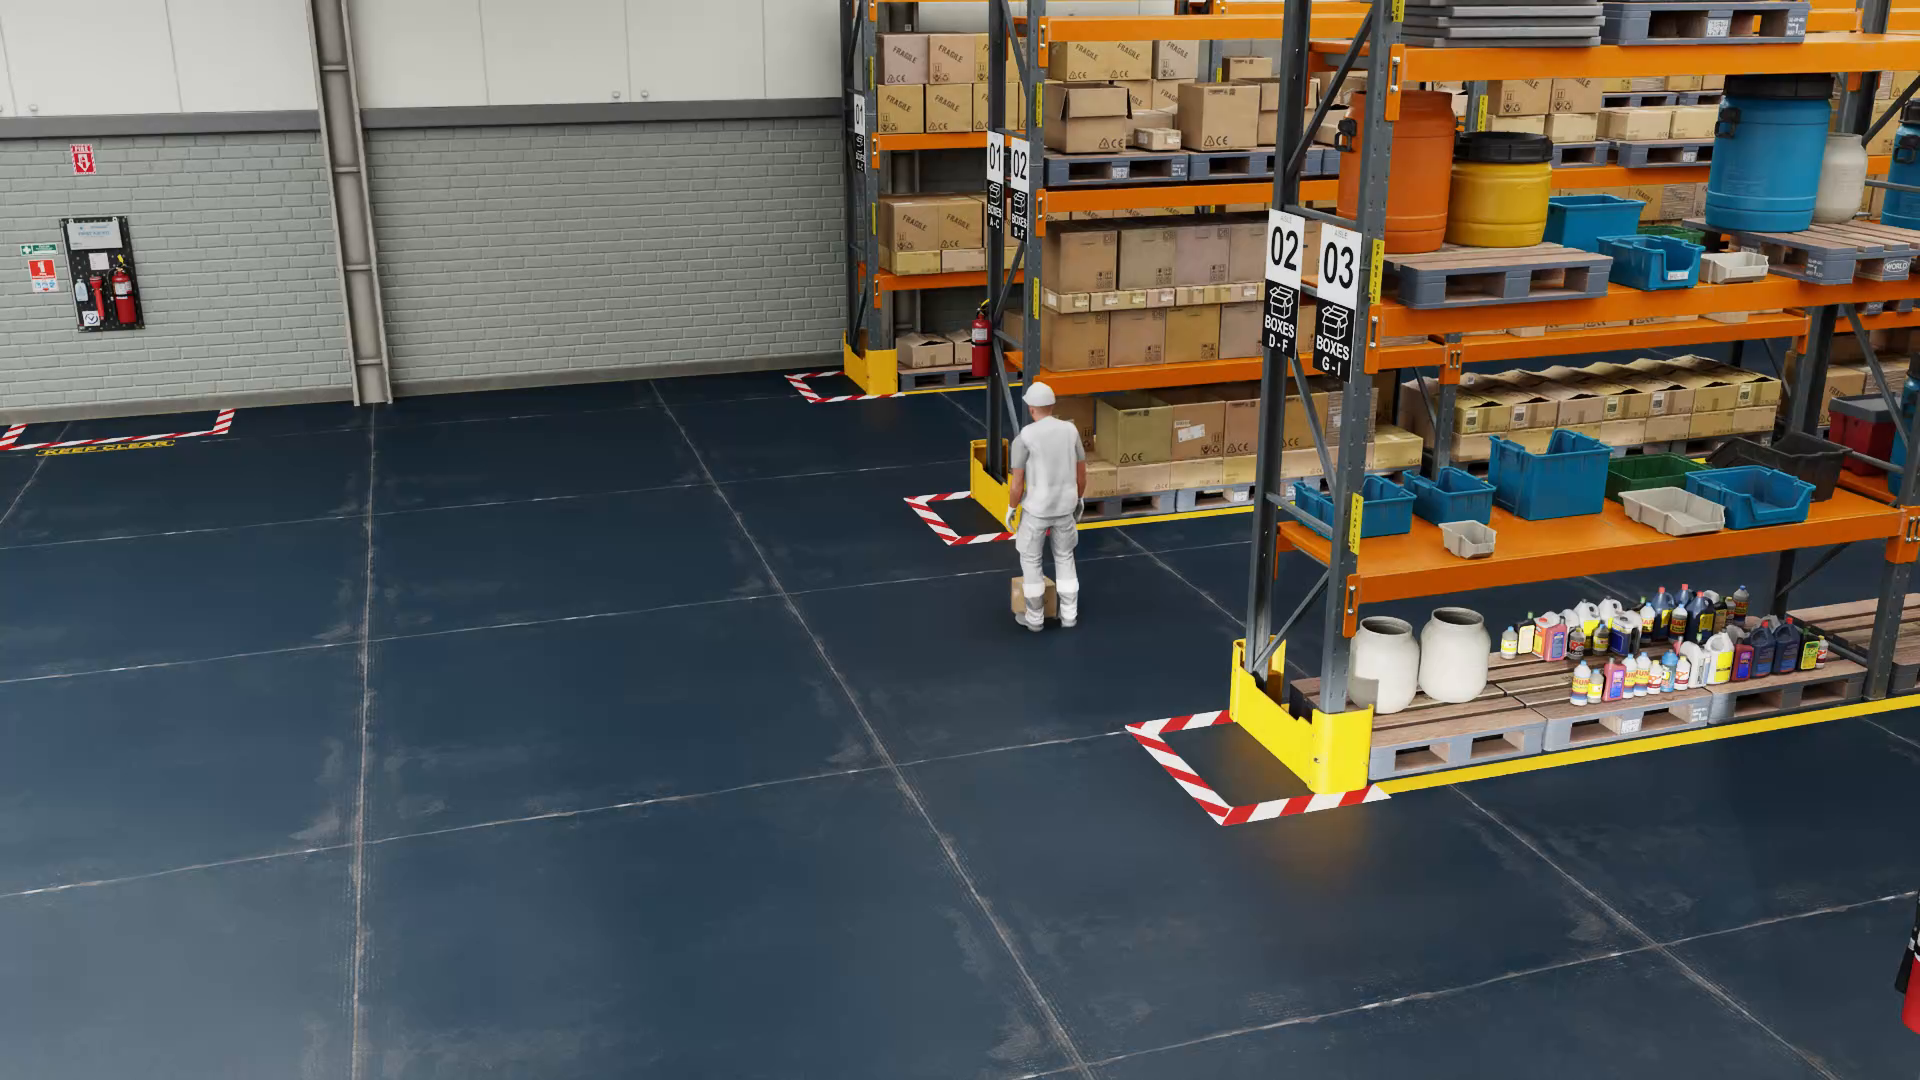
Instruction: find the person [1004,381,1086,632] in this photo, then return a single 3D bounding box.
[{"bbox_3d":[0.597,-0.232,11.714,0.620,1.780,0.446,-7,20,-20],"label":"person"}]
